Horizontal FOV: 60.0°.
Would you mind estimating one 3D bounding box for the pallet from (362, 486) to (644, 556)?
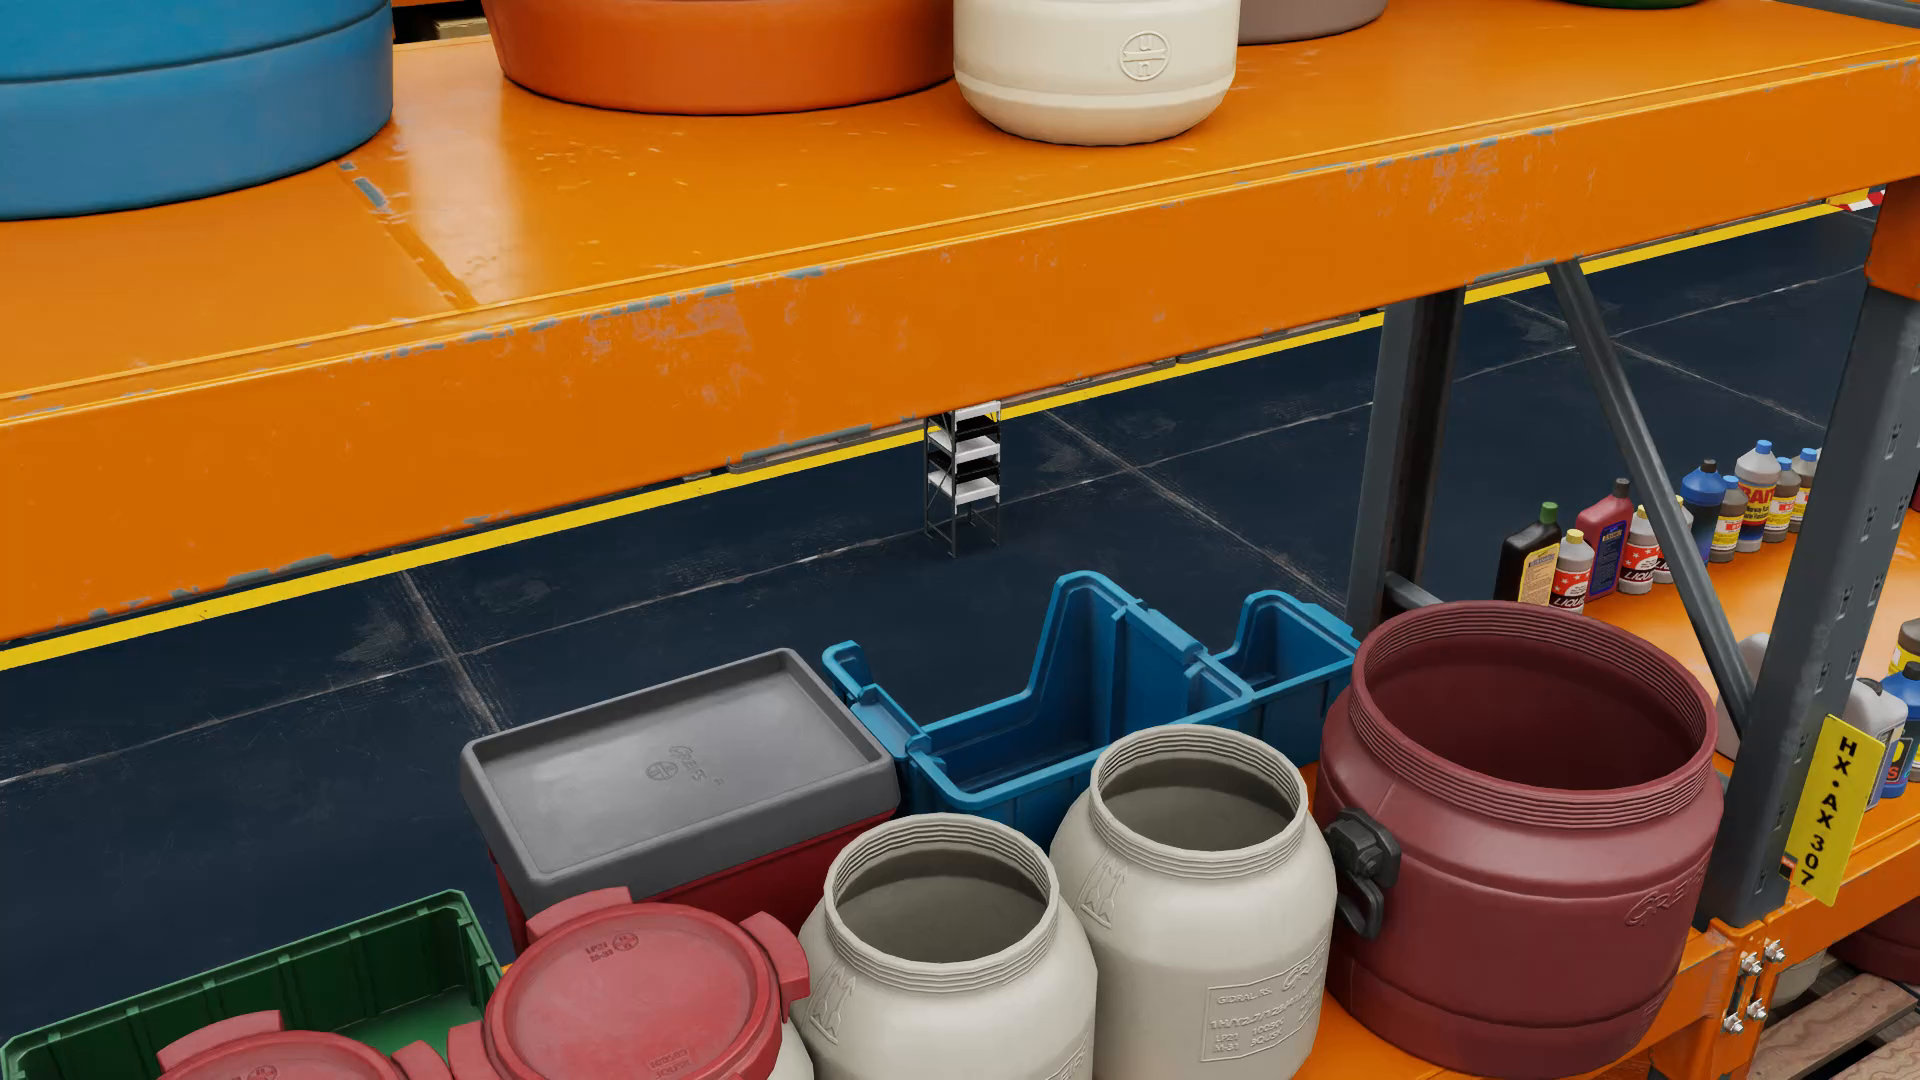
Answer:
[{"bbox_3d":[-2.118,-0.376,7.212,1.213,0.211,1.003,-16,33,-26],"label":"pallet"}]

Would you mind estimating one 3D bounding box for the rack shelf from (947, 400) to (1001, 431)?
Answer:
[{"bbox_3d":[0.007,-0.524,6.465,0.200,0.077,0.258,-16,33,-26],"label":"rack shelf"}]

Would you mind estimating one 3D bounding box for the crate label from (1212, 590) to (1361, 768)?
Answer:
[{"bbox_3d":[0.565,0.303,3.270,0.416,0.233,0.303,-16,33,-26],"label":"crate label"}]

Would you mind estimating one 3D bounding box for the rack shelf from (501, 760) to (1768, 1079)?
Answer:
[{"bbox_3d":[-0.607,1.087,2.420,4.000,0.370,1.077,-16,33,-26],"label":"rack shelf"}]

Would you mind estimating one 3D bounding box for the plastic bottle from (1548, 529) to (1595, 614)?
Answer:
[{"bbox_3d":[1.359,0.072,3.720,0.097,0.201,0.097,0,29,0],"label":"plastic bottle"}]

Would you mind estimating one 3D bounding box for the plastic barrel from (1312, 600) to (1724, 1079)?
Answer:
[{"bbox_3d":[0.871,0.463,2.666,0.708,0.536,0.600,-16,33,-26],"label":"plastic barrel"}]

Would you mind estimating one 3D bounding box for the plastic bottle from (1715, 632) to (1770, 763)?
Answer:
[{"bbox_3d":[1.577,0.302,3.226,0.135,0.276,0.152,-16,33,-26],"label":"plastic bottle"}]

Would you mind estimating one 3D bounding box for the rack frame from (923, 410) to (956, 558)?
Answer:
[{"bbox_3d":[-0.081,-0.371,6.491,0.006,0.900,0.240,-16,33,-26],"label":"rack frame"}]

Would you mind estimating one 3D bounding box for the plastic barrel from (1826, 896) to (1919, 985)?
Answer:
[{"bbox_3d":[2.505,0.751,4.345,0.708,0.588,0.600,-16,33,-26],"label":"plastic barrel"}]

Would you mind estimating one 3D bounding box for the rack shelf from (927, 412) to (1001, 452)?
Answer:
[{"bbox_3d":[0.007,-0.446,6.509,0.200,0.077,0.258,-16,33,-26],"label":"rack shelf"}]

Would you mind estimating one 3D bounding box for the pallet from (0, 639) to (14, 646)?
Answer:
[{"bbox_3d":[-4.222,0.222,6.130,1.213,0.211,1.003,-16,33,-26],"label":"pallet"}]

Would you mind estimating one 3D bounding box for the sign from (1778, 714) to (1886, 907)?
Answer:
[{"bbox_3d":[1.402,0.439,2.682,0.005,0.325,0.100,-16,33,-26],"label":"sign"}]

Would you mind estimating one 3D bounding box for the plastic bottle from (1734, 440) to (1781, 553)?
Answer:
[{"bbox_3d":[1.894,-0.110,3.978,0.097,0.271,0.097,0,29,0],"label":"plastic bottle"}]

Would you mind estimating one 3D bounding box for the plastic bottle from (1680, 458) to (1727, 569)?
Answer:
[{"bbox_3d":[1.726,-0.062,3.892,0.097,0.271,0.097,0,29,0],"label":"plastic bottle"}]

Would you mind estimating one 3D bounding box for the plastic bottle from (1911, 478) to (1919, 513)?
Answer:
[{"bbox_3d":[2.468,-0.208,4.143,0.133,0.283,0.061,-16,33,-26],"label":"plastic bottle"}]

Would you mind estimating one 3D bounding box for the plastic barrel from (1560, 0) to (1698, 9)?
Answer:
[{"bbox_3d":[0.931,-0.881,2.298,0.294,0.245,0.294,0,29,0],"label":"plastic barrel"}]

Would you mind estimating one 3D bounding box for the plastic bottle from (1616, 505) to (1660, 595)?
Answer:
[{"bbox_3d":[1.558,0.016,3.822,0.097,0.201,0.097,0,29,0],"label":"plastic bottle"}]

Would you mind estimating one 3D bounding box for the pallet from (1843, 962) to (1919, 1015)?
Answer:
[{"bbox_3d":[2.827,0.997,4.726,1.213,0.211,1.003,-16,33,-26],"label":"pallet"}]

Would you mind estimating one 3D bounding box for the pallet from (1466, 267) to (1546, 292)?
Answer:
[{"bbox_3d":[2.653,-1.708,9.626,1.213,0.211,1.003,-16,33,-26],"label":"pallet"}]

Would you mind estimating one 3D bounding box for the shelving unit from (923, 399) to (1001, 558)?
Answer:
[{"bbox_3d":[0.007,-0.396,6.536,0.210,0.900,0.258,-16,33,-26],"label":"shelving unit"}]

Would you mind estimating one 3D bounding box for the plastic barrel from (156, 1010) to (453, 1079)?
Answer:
[{"bbox_3d":[-0.762,0.880,1.910,0.433,0.535,0.433,0,29,0],"label":"plastic barrel"}]

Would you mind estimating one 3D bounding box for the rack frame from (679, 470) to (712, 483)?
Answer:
[{"bbox_3d":[-1.389,-1.782,6.874,0.127,3.000,1.000,-16,33,-26],"label":"rack frame"}]

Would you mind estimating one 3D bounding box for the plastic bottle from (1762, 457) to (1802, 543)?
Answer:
[{"bbox_3d":[1.978,-0.103,4.038,0.097,0.201,0.097,0,29,0],"label":"plastic bottle"}]

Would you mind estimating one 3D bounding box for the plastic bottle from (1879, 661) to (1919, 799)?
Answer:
[{"bbox_3d":[1.768,0.351,3.143,0.097,0.271,0.097,0,29,0],"label":"plastic bottle"}]

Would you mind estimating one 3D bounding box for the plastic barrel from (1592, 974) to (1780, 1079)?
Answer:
[{"bbox_3d":[1.531,0.922,3.786,0.708,0.830,0.600,-16,33,-26],"label":"plastic barrel"}]

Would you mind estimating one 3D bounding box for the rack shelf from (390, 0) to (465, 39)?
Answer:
[{"bbox_3d":[-2.177,-4.019,11.673,4.000,0.370,1.077,-16,33,-26],"label":"rack shelf"}]

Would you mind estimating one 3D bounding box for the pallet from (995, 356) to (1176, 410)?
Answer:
[{"bbox_3d":[0.325,-1.024,8.388,1.213,0.211,1.003,-16,33,-26],"label":"pallet"}]

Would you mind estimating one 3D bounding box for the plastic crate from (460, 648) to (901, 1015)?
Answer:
[{"bbox_3d":[-0.431,0.523,2.632,0.583,0.464,0.402,-16,33,-26],"label":"plastic crate"}]

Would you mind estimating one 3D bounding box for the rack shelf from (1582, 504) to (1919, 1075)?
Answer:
[{"bbox_3d":[2.842,0.108,4.194,4.000,0.370,1.077,-16,33,-26],"label":"rack shelf"}]

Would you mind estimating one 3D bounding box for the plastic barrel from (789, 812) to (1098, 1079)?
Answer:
[{"bbox_3d":[-0.024,0.678,2.302,0.421,0.512,0.421,0,29,0],"label":"plastic barrel"}]

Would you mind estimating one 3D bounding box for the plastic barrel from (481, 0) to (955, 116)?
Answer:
[{"bbox_3d":[-0.264,-0.948,1.814,0.708,0.830,0.600,-16,33,-26],"label":"plastic barrel"}]

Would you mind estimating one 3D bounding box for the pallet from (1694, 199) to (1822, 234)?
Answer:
[{"bbox_3d":[4.756,-2.305,10.708,1.213,0.211,1.003,-16,33,-26],"label":"pallet"}]

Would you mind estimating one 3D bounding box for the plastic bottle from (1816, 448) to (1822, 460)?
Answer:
[{"bbox_3d":[2.146,-0.151,4.125,0.097,0.201,0.097,0,29,0],"label":"plastic bottle"}]
